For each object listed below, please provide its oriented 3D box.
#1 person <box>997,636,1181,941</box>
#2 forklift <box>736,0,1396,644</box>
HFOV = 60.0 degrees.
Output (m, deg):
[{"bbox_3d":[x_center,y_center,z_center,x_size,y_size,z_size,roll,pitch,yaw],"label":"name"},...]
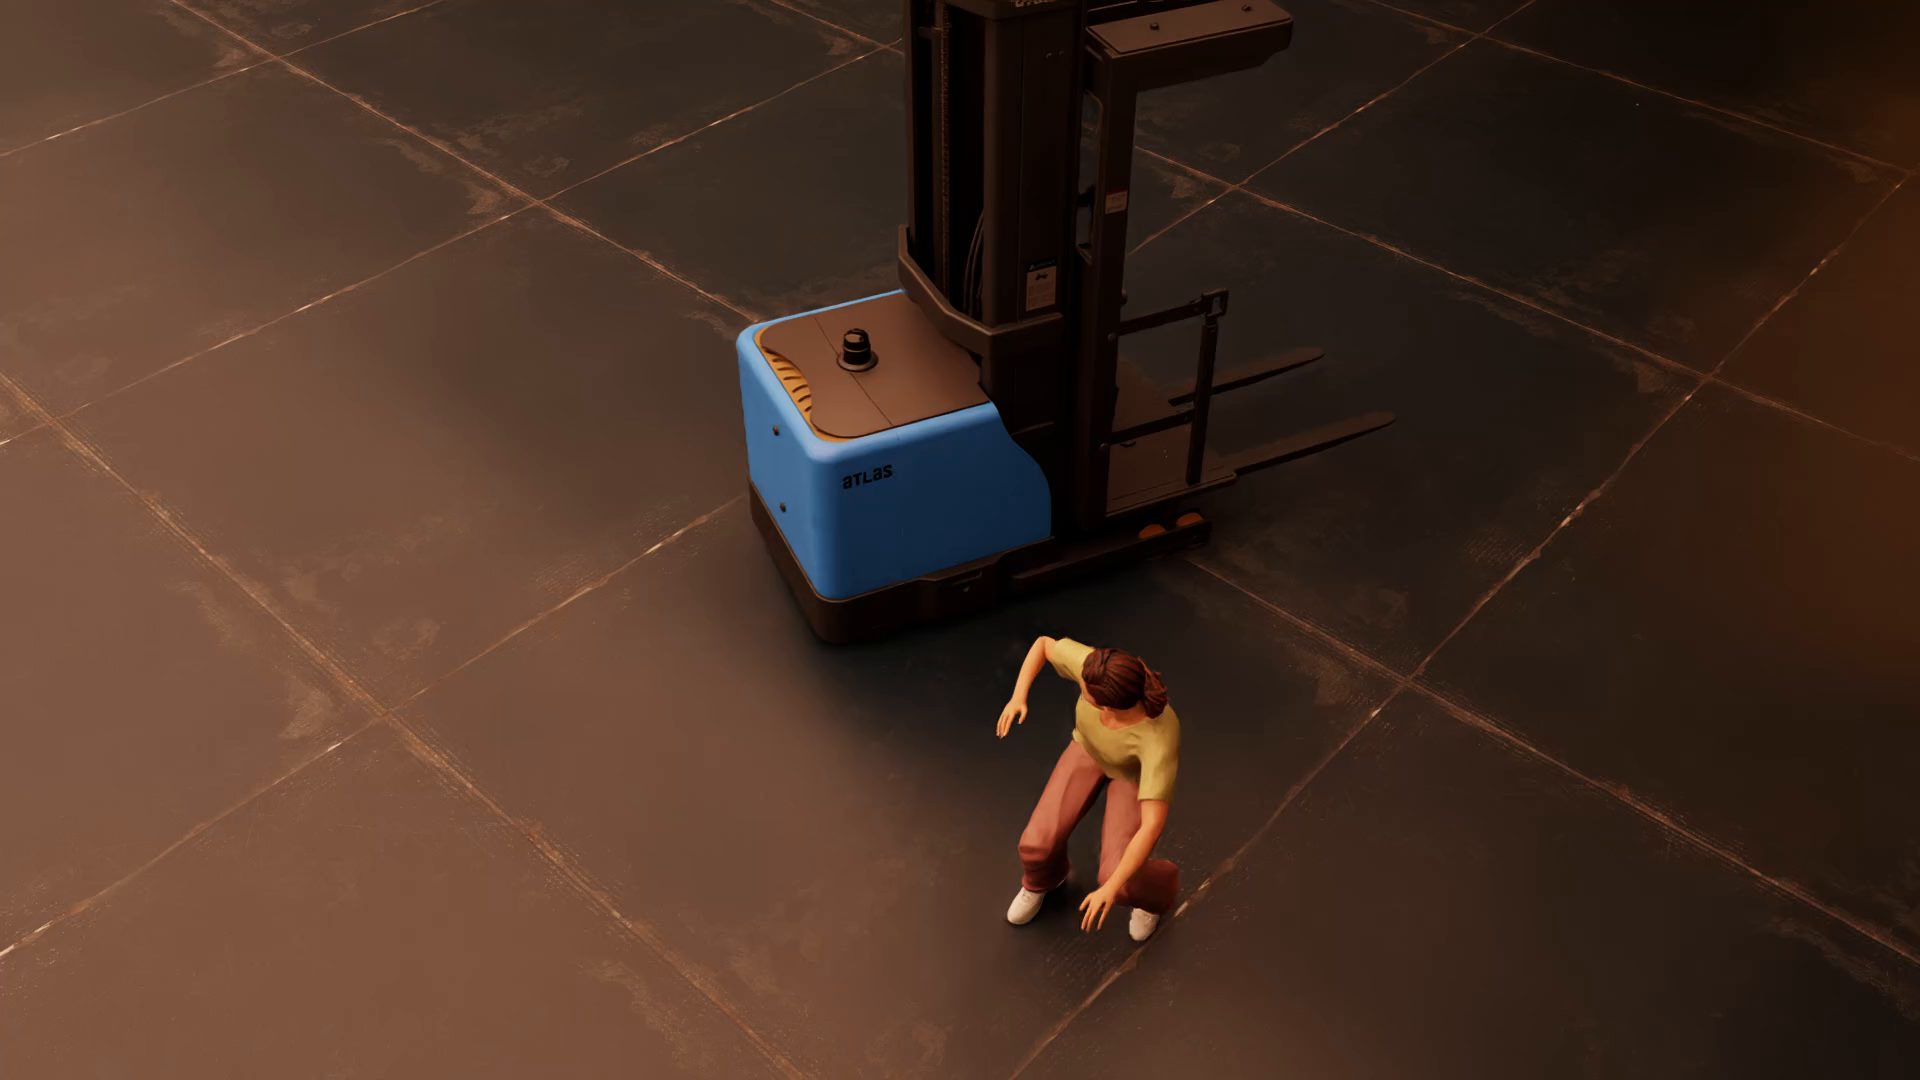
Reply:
[{"bbox_3d":[0.410,0.884,5.590,0.708,1.398,0.830,26,47,27],"label":"person"},{"bbox_3d":[0.592,-1.316,6.962,3.031,2.935,1.130,-17,43,-18],"label":"forklift"}]
